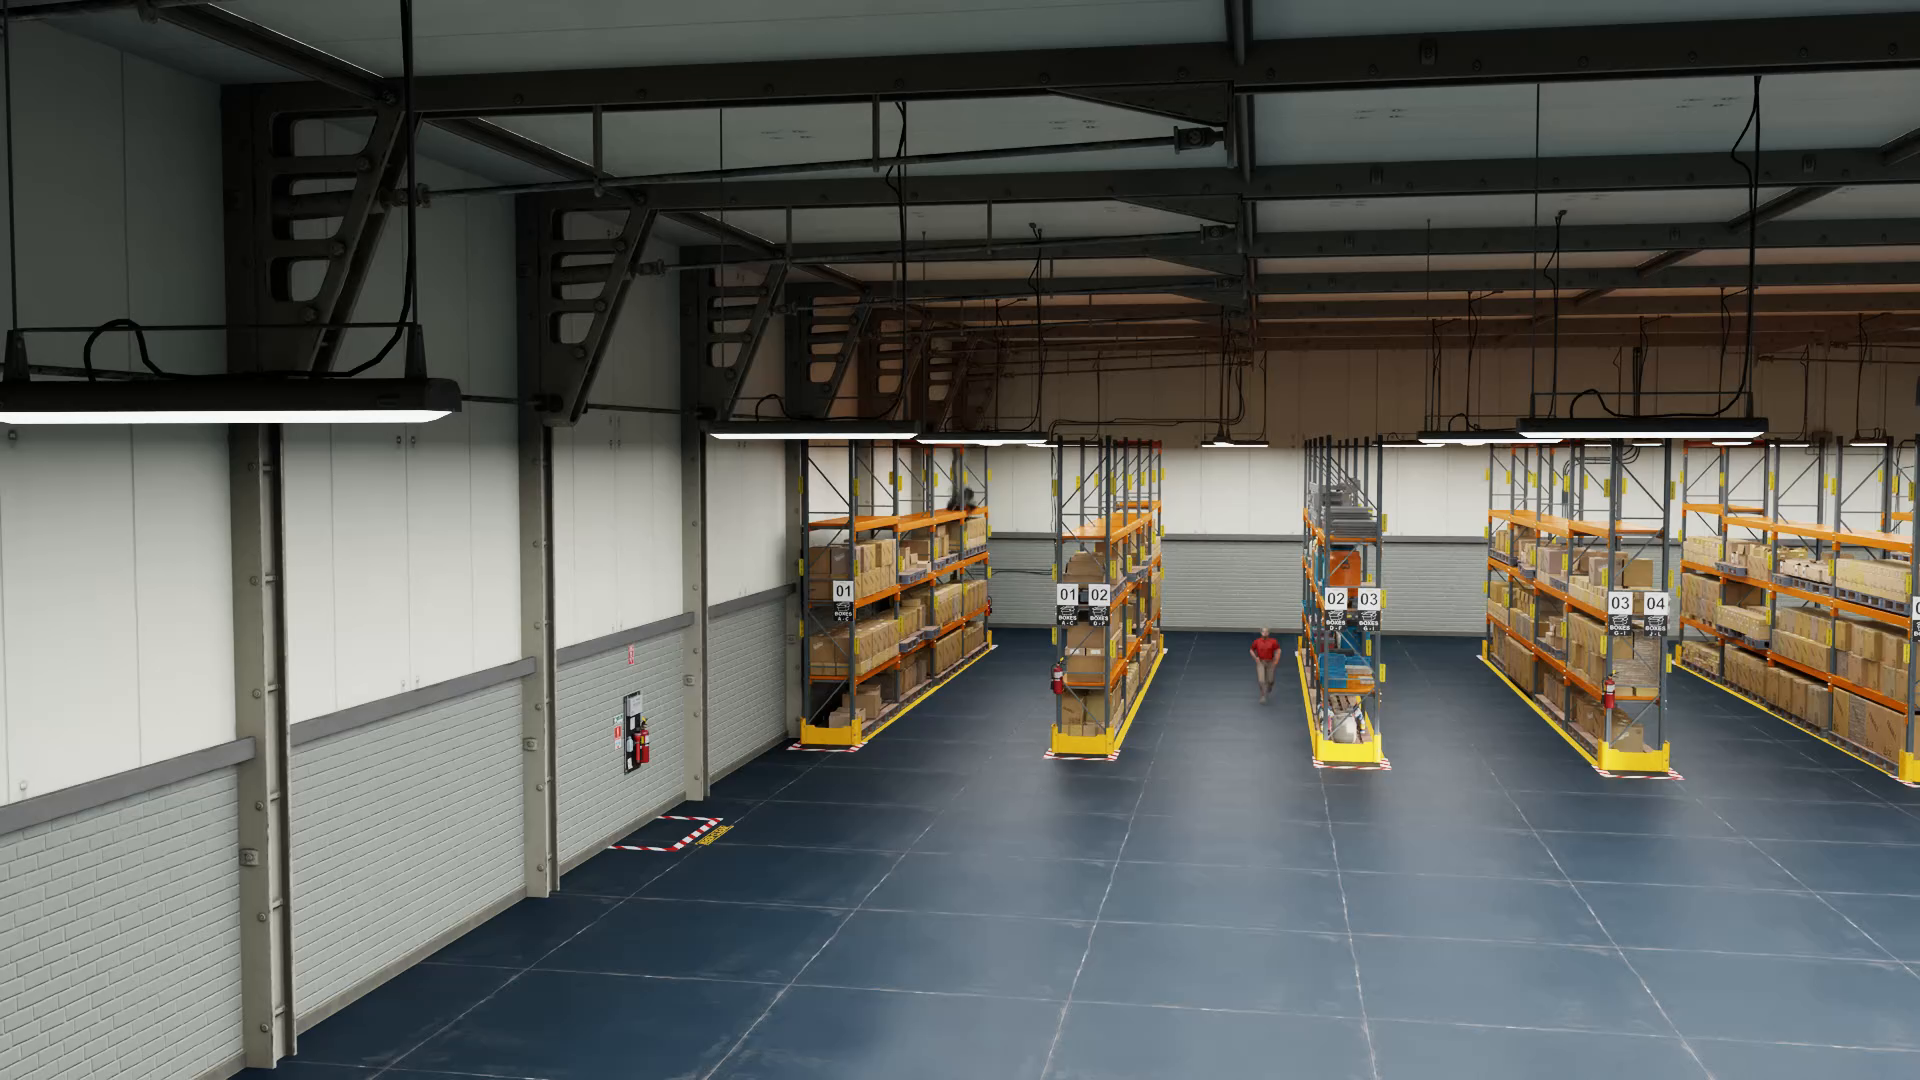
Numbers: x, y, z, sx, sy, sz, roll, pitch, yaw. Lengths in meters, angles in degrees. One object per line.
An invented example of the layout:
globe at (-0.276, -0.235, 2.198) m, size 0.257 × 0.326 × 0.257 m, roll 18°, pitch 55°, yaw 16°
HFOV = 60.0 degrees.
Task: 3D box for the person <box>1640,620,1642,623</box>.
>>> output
person at (18.680, 2.420, 45.705) m, size 0.668 × 1.705 × 0.785 m, roll 0°, pitch 3°, yaw -7°

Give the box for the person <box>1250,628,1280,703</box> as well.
person at (6.965, 2.844, 37.968) m, size 0.692 × 1.688 × 0.649 m, roll 0°, pitch 3°, yaw 6°

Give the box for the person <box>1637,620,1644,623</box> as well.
person at (17.997, 2.476, 44.540) m, size 0.704 × 1.651 × 0.881 m, roll 2°, pitch 4°, yaw 28°
